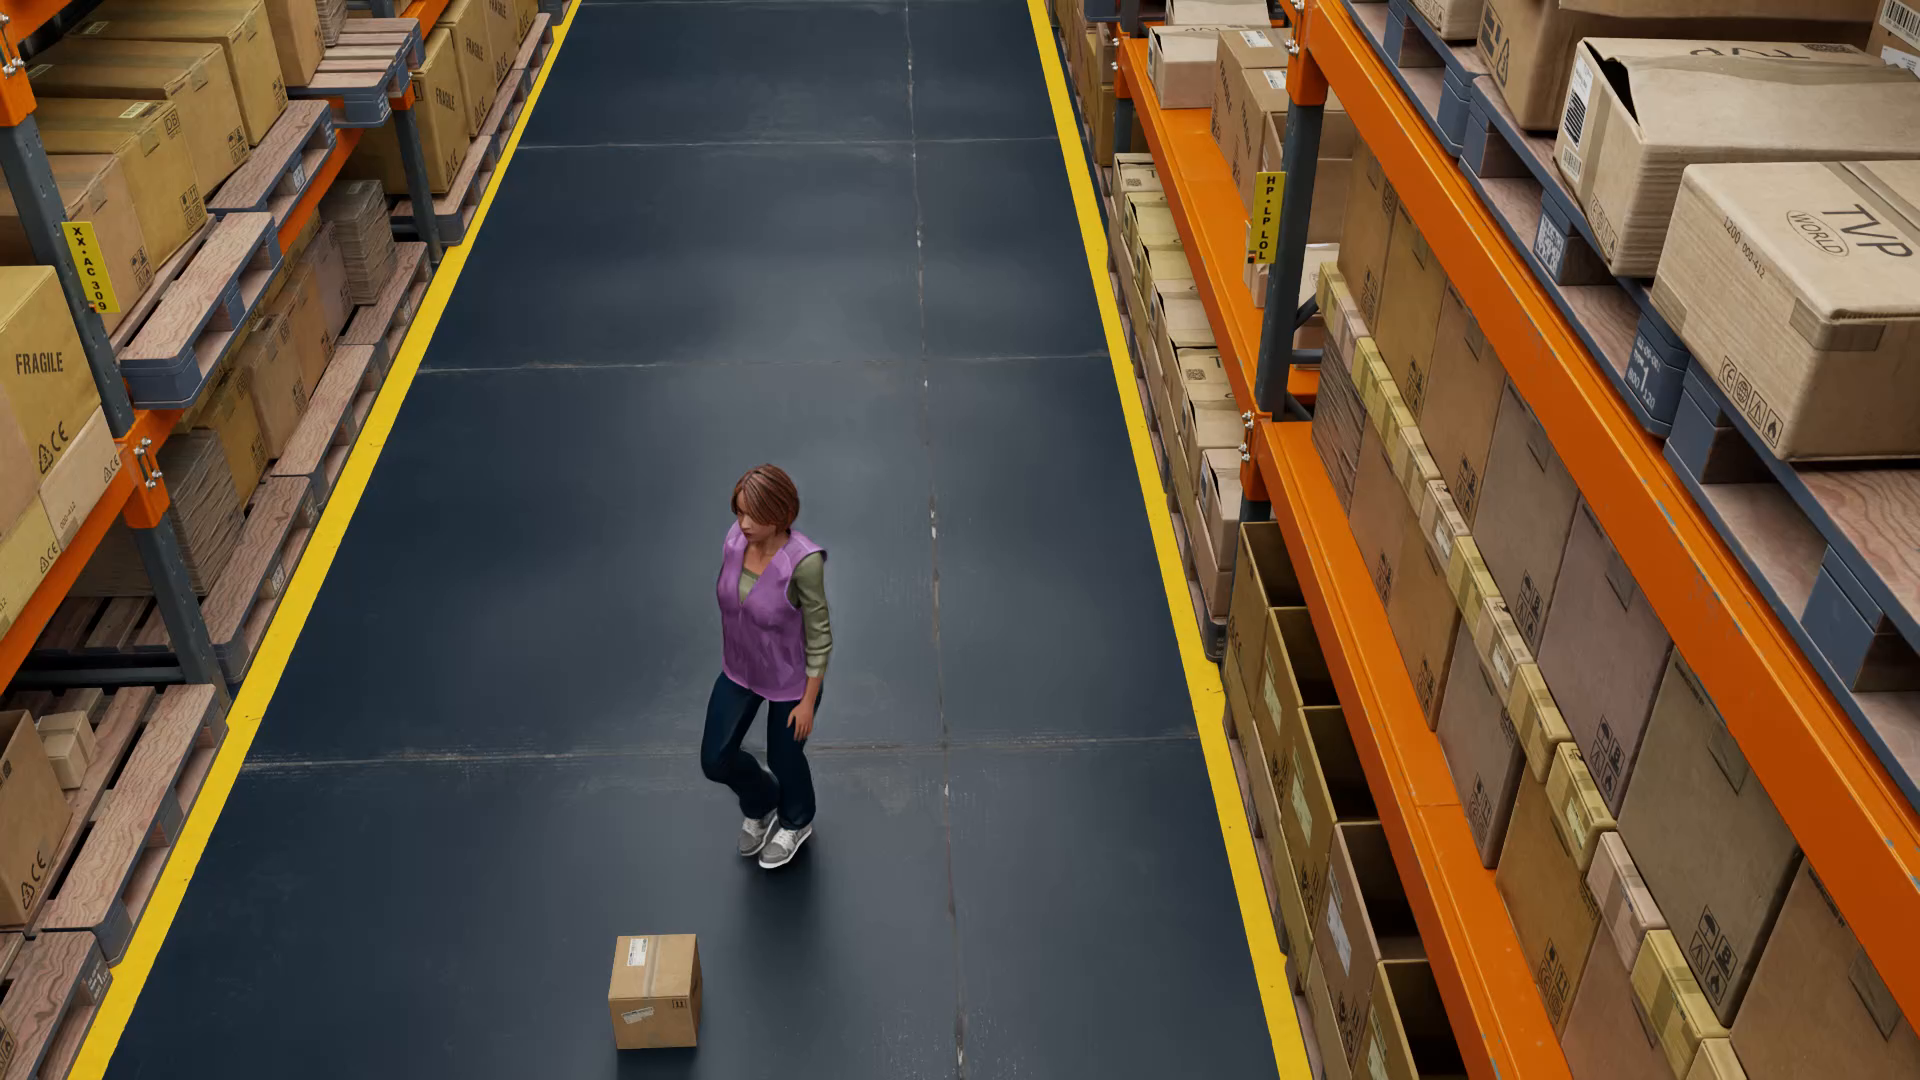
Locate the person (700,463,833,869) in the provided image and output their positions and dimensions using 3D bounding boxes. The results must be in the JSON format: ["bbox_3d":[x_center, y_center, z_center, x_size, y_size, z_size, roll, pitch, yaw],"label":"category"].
[{"bbox_3d":[-0.640,0.485,5.464,0.466,1.610,0.412,18,40,24],"label":"person"}]
